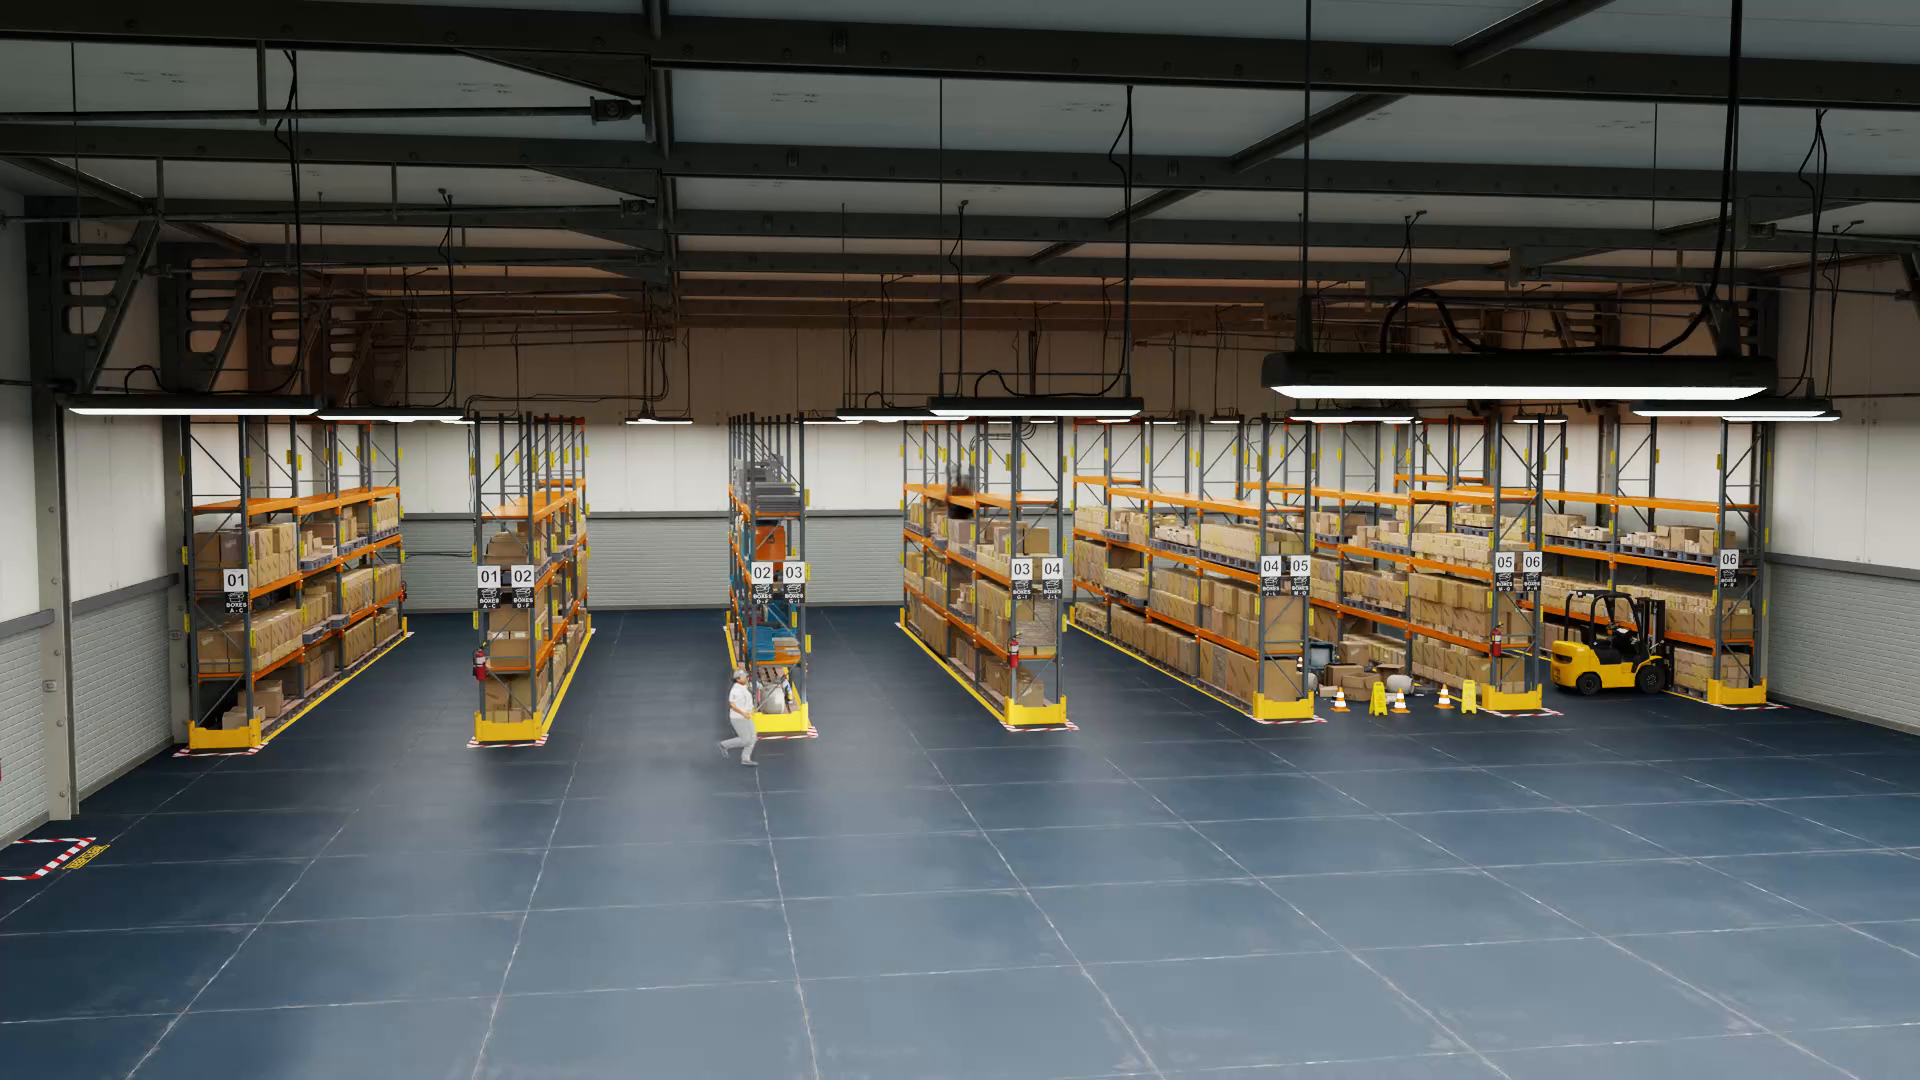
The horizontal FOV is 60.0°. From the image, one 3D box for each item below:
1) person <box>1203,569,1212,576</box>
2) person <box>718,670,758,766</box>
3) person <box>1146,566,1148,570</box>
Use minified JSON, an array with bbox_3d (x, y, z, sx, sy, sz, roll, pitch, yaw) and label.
[{"bbox_3d":[7.452,1.455,50.601,0.578,1.650,0.568,-1,4,-8],"label":"person"},{"bbox_3d":[-3.745,3.003,28.134,0.643,1.625,0.617,1,4,8],"label":"person"},{"bbox_3d":[5.483,1.595,48.263,0.686,1.698,0.692,-2,4,-24],"label":"person"}]
